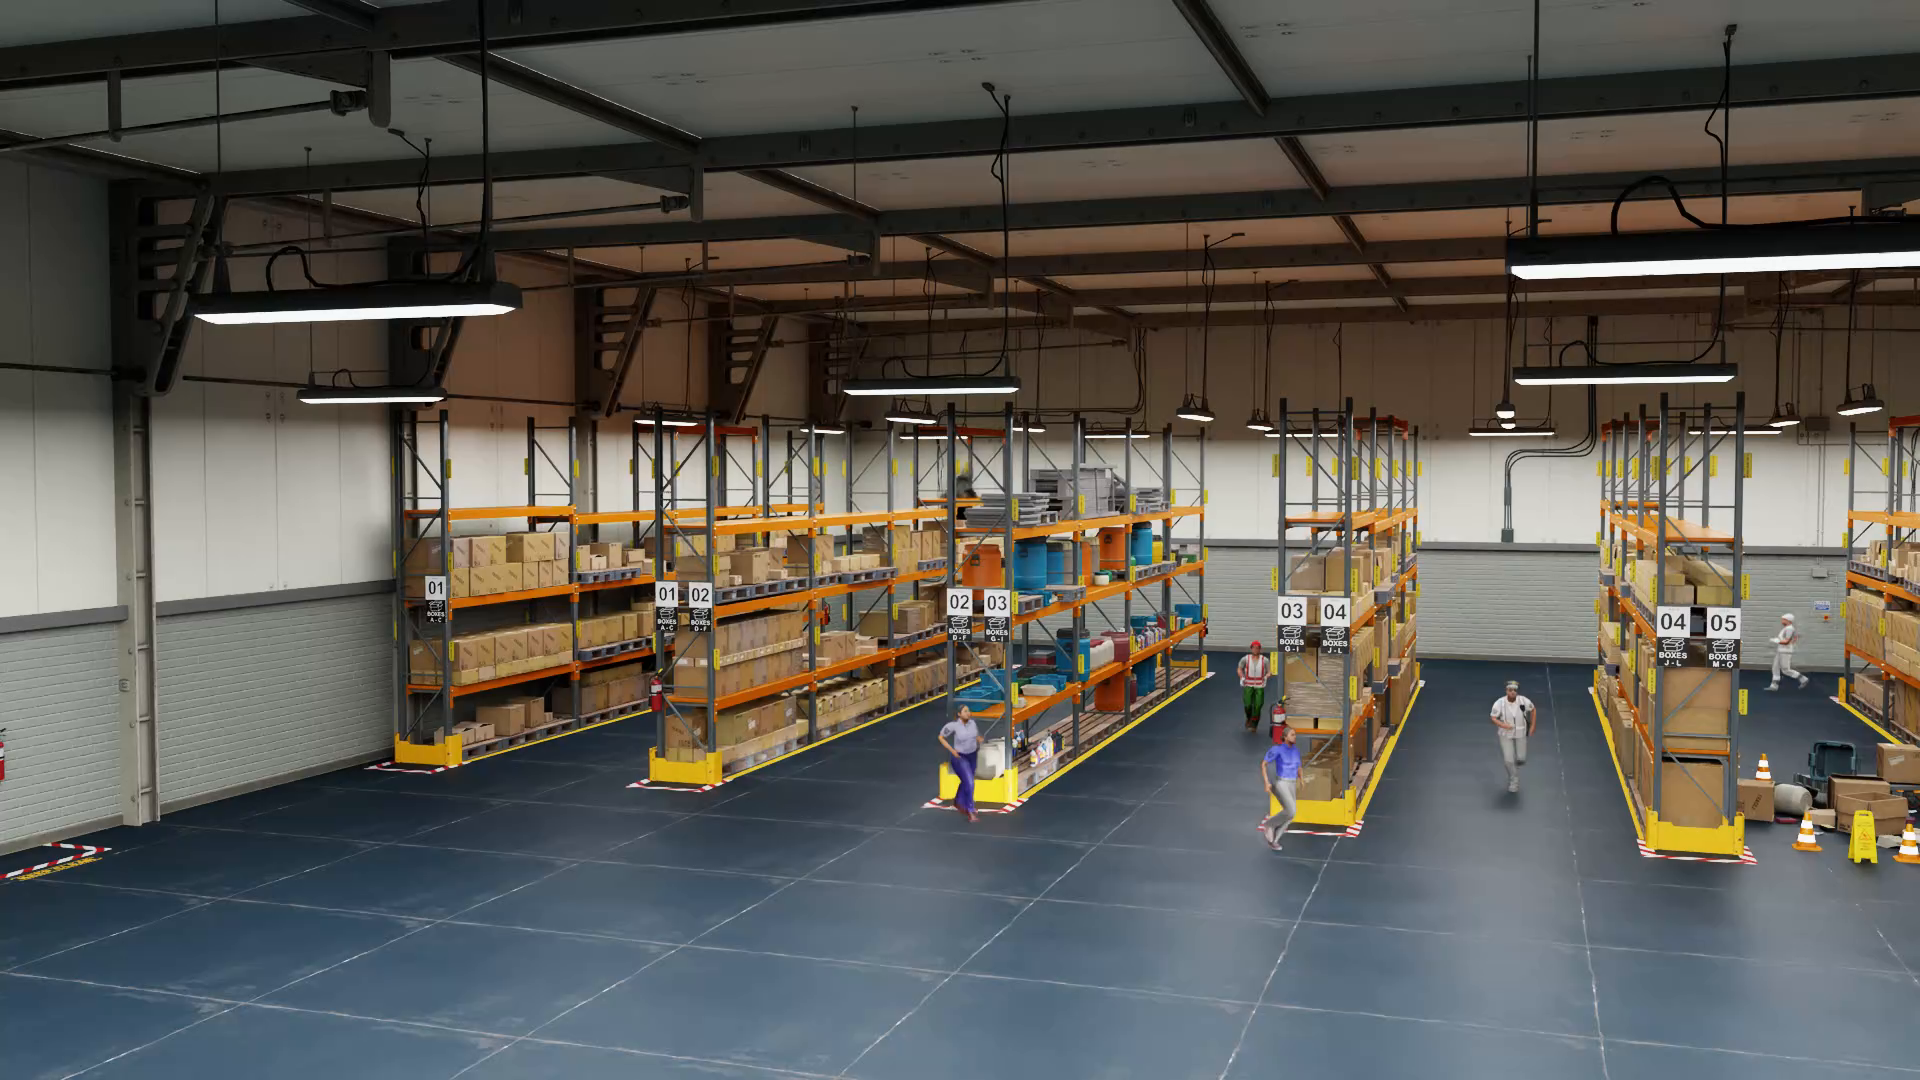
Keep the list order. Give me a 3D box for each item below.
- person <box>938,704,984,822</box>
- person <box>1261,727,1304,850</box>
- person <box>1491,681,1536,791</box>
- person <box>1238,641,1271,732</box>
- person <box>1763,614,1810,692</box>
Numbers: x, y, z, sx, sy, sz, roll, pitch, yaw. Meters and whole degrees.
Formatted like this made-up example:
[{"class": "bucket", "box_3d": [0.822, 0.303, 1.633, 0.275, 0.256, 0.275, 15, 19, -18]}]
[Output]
[{"class": "person", "box_3d": [0.037, 3.183, 23.705, 0.604, 1.711, 0.726, -2, 3, -43]}, {"class": "person", "box_3d": [4.329, 3.269, 21.905, 0.607, 1.588, 0.513, -2, 3, -34]}, {"class": "person", "box_3d": [8.623, 3.044, 25.865, 0.705, 1.732, 0.662, 0, 2, 9]}, {"class": "person", "box_3d": [5.559, 2.774, 31.391, 0.634, 1.739, 0.570, 0, 2, 9]}, {"class": "person", "box_3d": [18.431, 2.522, 37.074, 0.939, 1.767, 0.668, 1, 3, 23]}]
